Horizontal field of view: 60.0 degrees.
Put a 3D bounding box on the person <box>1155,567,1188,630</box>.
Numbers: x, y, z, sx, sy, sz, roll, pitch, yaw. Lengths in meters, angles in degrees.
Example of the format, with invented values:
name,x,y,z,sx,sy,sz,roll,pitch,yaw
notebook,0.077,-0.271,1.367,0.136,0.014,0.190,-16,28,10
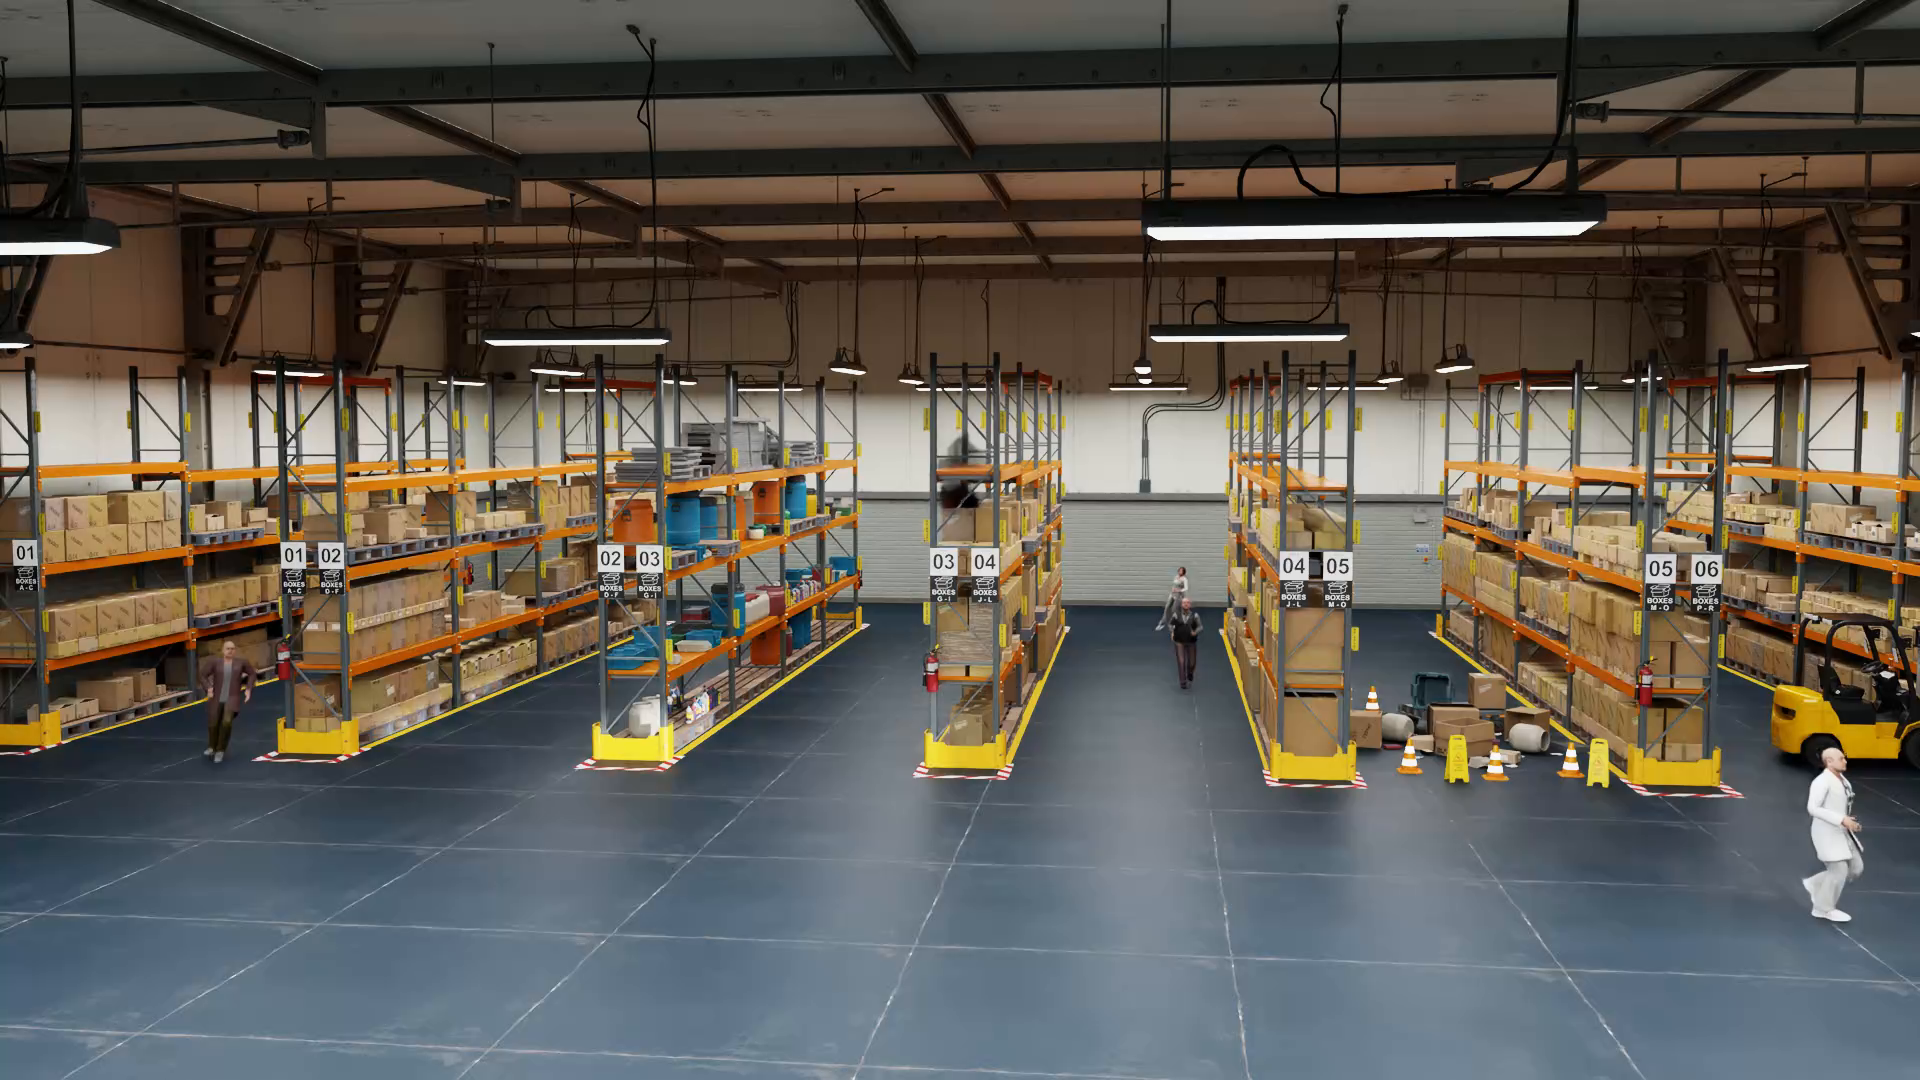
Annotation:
name,x,y,z,sx,sy,sz,roll,pitch,yaw
person,5.139,1.405,39.919,0.735,1.548,0.603,-3,5,-33

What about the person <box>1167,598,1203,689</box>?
name,x,y,z,sx,sy,sz,roll,pitch,yaw
person,4.246,1.942,31.368,0.668,1.689,0.803,0,4,6

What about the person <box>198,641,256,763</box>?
name,x,y,z,sx,sy,sz,roll,pitch,yaw
person,-10.895,2.397,24.712,0.770,1.788,0.726,-1,4,-16

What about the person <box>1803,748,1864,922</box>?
name,x,y,z,sx,sy,sz,roll,pitch,yaw
person,8.792,2.953,16.706,0.728,1.734,0.639,-3,5,-40
